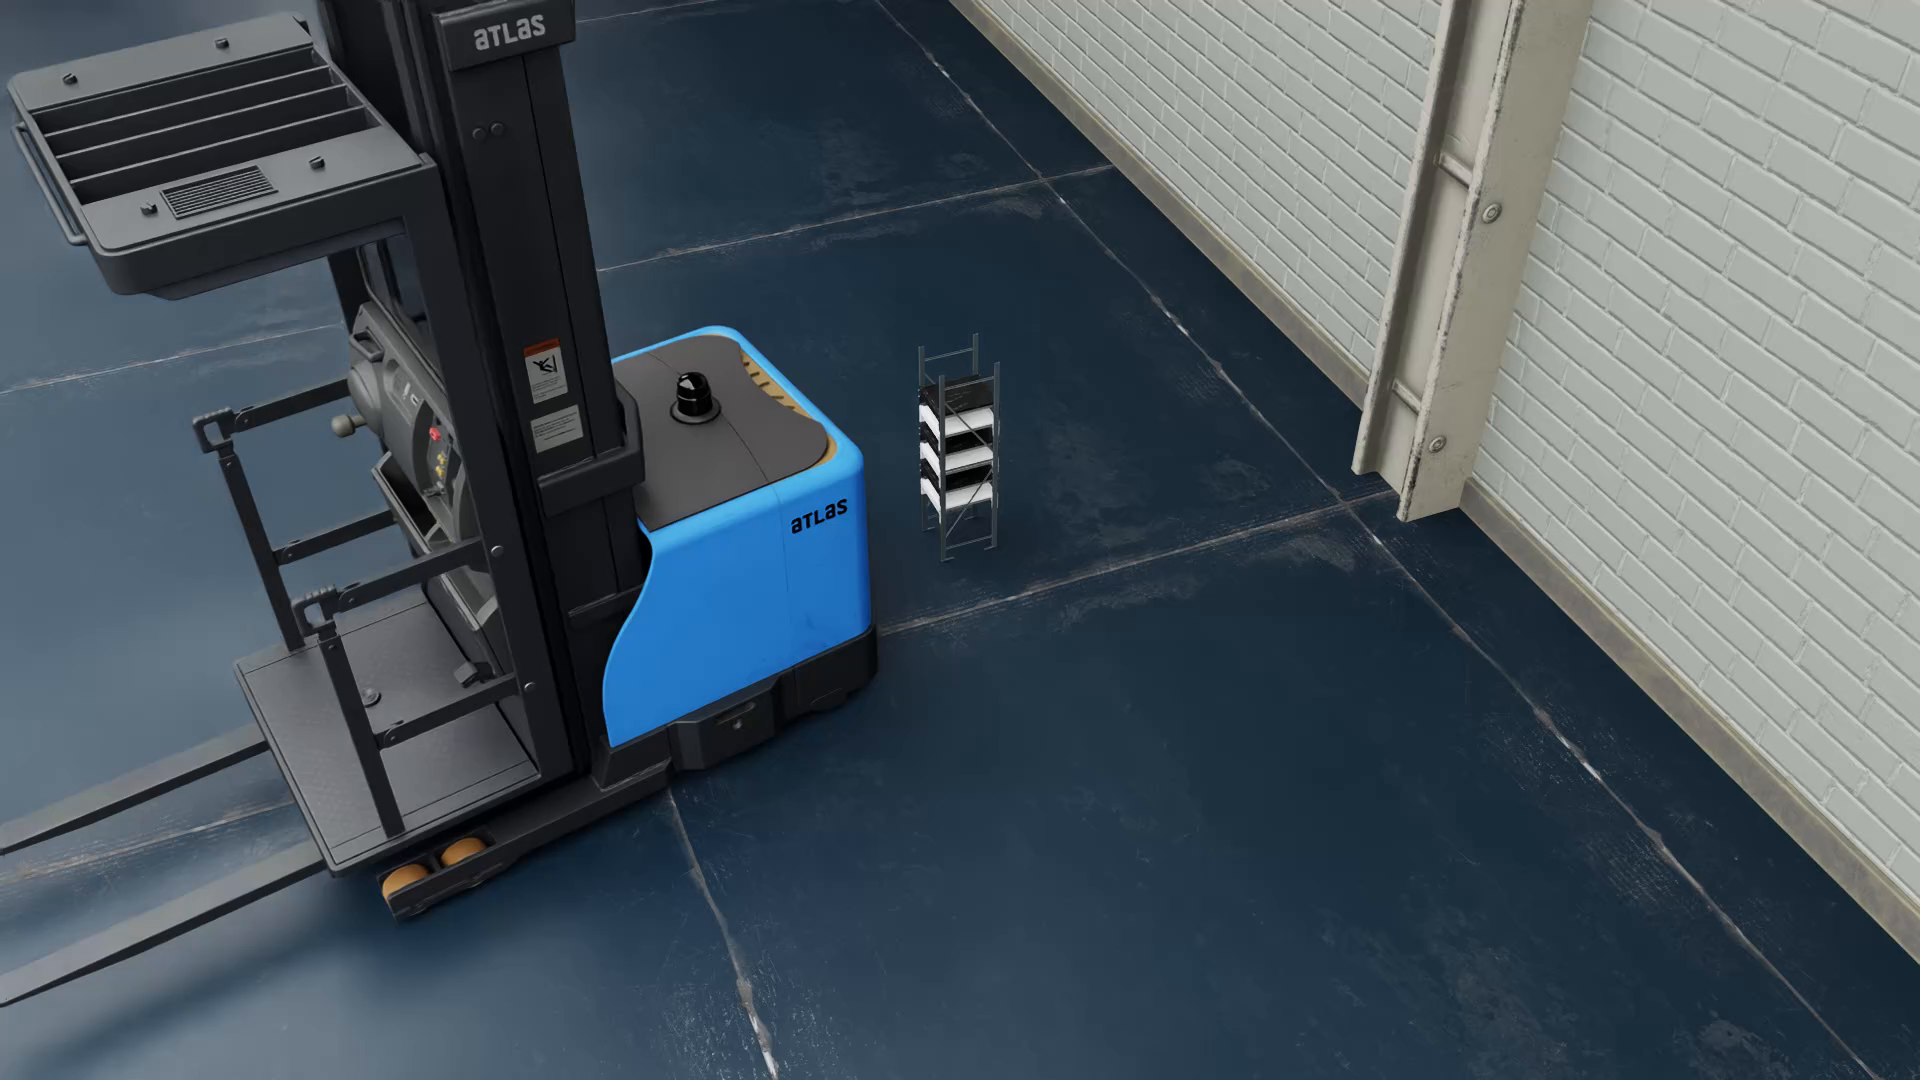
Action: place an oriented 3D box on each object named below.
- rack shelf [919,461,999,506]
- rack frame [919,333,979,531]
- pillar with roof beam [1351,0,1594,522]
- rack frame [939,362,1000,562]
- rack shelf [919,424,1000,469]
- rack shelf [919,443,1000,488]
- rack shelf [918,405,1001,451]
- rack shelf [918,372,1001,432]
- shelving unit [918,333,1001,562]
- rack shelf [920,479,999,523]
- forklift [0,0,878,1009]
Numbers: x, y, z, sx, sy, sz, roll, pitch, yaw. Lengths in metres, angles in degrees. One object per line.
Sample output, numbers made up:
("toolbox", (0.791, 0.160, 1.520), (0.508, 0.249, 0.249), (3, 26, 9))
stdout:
("rack shelf", (-0.003, -0.253, 6.543), (0.258, 0.077, 0.200), (-15, 43, -17))
("rack frame", (-0.042, -0.407, 6.534), (0.240, 0.900, 0.006), (-15, 43, -17))
("pillar with roof beam", (-2.090, -2.567, 2.833), (9.100, 9.000, 0.400), (-15, 43, -17))
("rack frame", (0.036, -0.285, 6.391), (0.240, 0.900, 0.006), (-15, 43, -17))
("rack shelf", (-0.003, -0.389, 6.425), (0.258, 0.077, 0.200), (-15, 43, -17))
("rack shelf", (-0.003, -0.321, 6.484), (0.258, 0.077, 0.200), (-15, 43, -17))
("rack shelf", (-0.003, -0.457, 6.367), (0.258, 0.077, 0.200), (-15, 43, -17))
("rack shelf", (-0.003, -0.526, 6.308), (0.258, 0.077, 0.200), (-15, 43, -17))
("shelving unit", (-0.003, -0.346, 6.462), (0.258, 0.900, 0.210), (-15, 43, -17))
("rack shelf", (-0.003, -0.184, 6.601), (0.258, 0.077, 0.200), (-15, 43, -17))
("forklift", (-1.808, -0.300, 4.851), (3.031, 2.935, 1.130), (-24, 46, -25))
